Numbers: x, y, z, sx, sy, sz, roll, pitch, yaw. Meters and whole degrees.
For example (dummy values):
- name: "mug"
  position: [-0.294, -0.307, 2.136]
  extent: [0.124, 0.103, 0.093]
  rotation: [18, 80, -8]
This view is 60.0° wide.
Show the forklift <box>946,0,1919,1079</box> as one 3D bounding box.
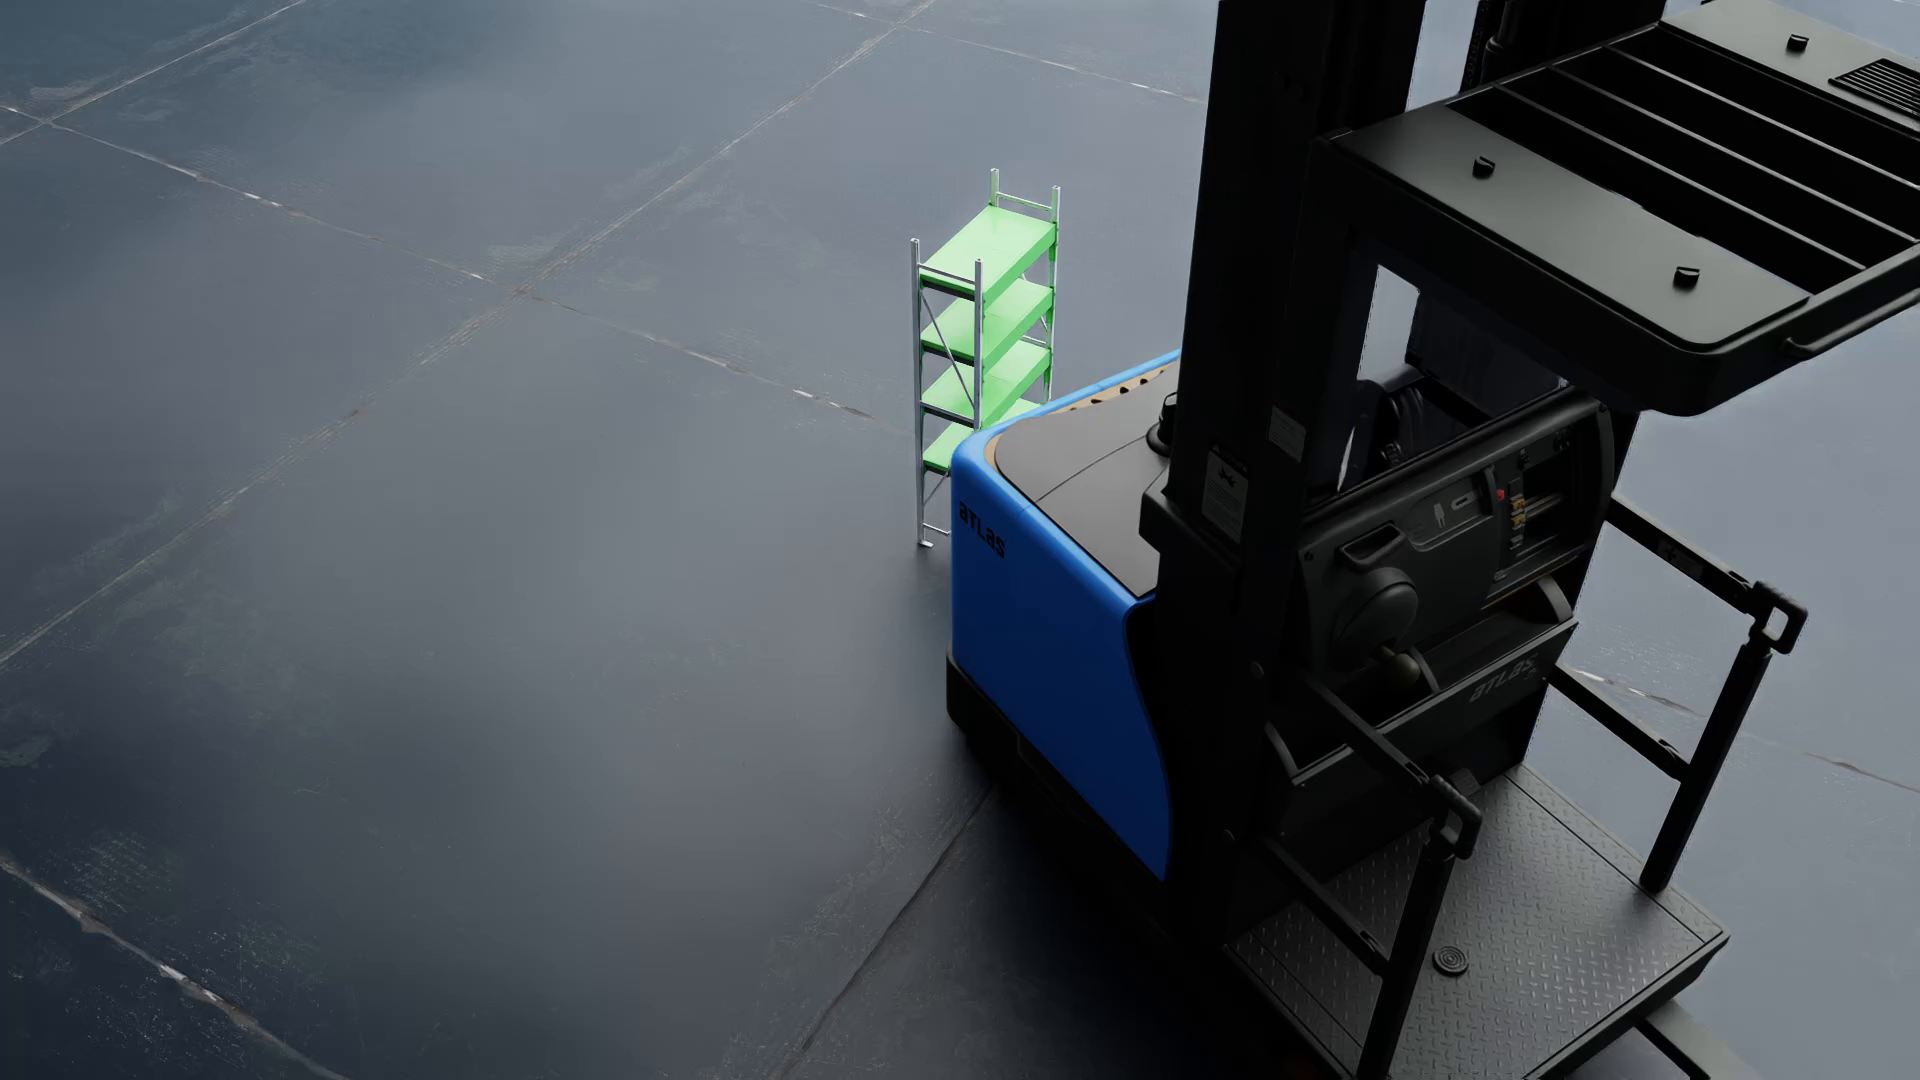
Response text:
- name: "forklift"
  position: [1.199, 0.077, 3.444]
  extent: [1.130, 2.935, 3.031]
  rotation: [-24, 47, -25]

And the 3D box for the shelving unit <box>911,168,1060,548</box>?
- name: "shelving unit"
  position: [0.083, -0.545, 5.461]
  extent: [0.258, 1.200, 0.503]
  rotation: [21, 45, 22]

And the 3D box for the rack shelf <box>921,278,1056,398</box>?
- name: "rack shelf"
  position: [0.083, -0.677, 5.345]
  extent: [0.258, 0.148, 0.480]
  rotation: [21, 45, 22]

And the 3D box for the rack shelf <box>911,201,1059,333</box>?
- name: "rack shelf"
  position: [0.083, -0.857, 5.186]
  extent: [0.258, 0.148, 0.480]
  rotation: [21, 45, 22]

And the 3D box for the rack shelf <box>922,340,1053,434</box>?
- name: "rack shelf"
  position: [0.083, -0.497, 5.503]
  extent: [0.258, 0.148, 0.480]
  rotation: [21, 45, 22]

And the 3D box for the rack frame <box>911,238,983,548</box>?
- name: "rack frame"
  position: [-0.039, -0.405, 5.302]
  extent: [0.240, 1.200, 0.015]
  rotation: [21, 45, 22]

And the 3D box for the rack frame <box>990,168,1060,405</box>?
- name: "rack frame"
  position: [0.205, -0.685, 5.620]
  extent: [0.240, 1.200, 0.015]
  rotation: [21, 45, 22]

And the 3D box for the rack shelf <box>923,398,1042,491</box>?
- name: "rack shelf"
  position: [0.083, -0.317, 5.662]
  extent: [0.258, 0.148, 0.480]
  rotation: [21, 45, 22]
